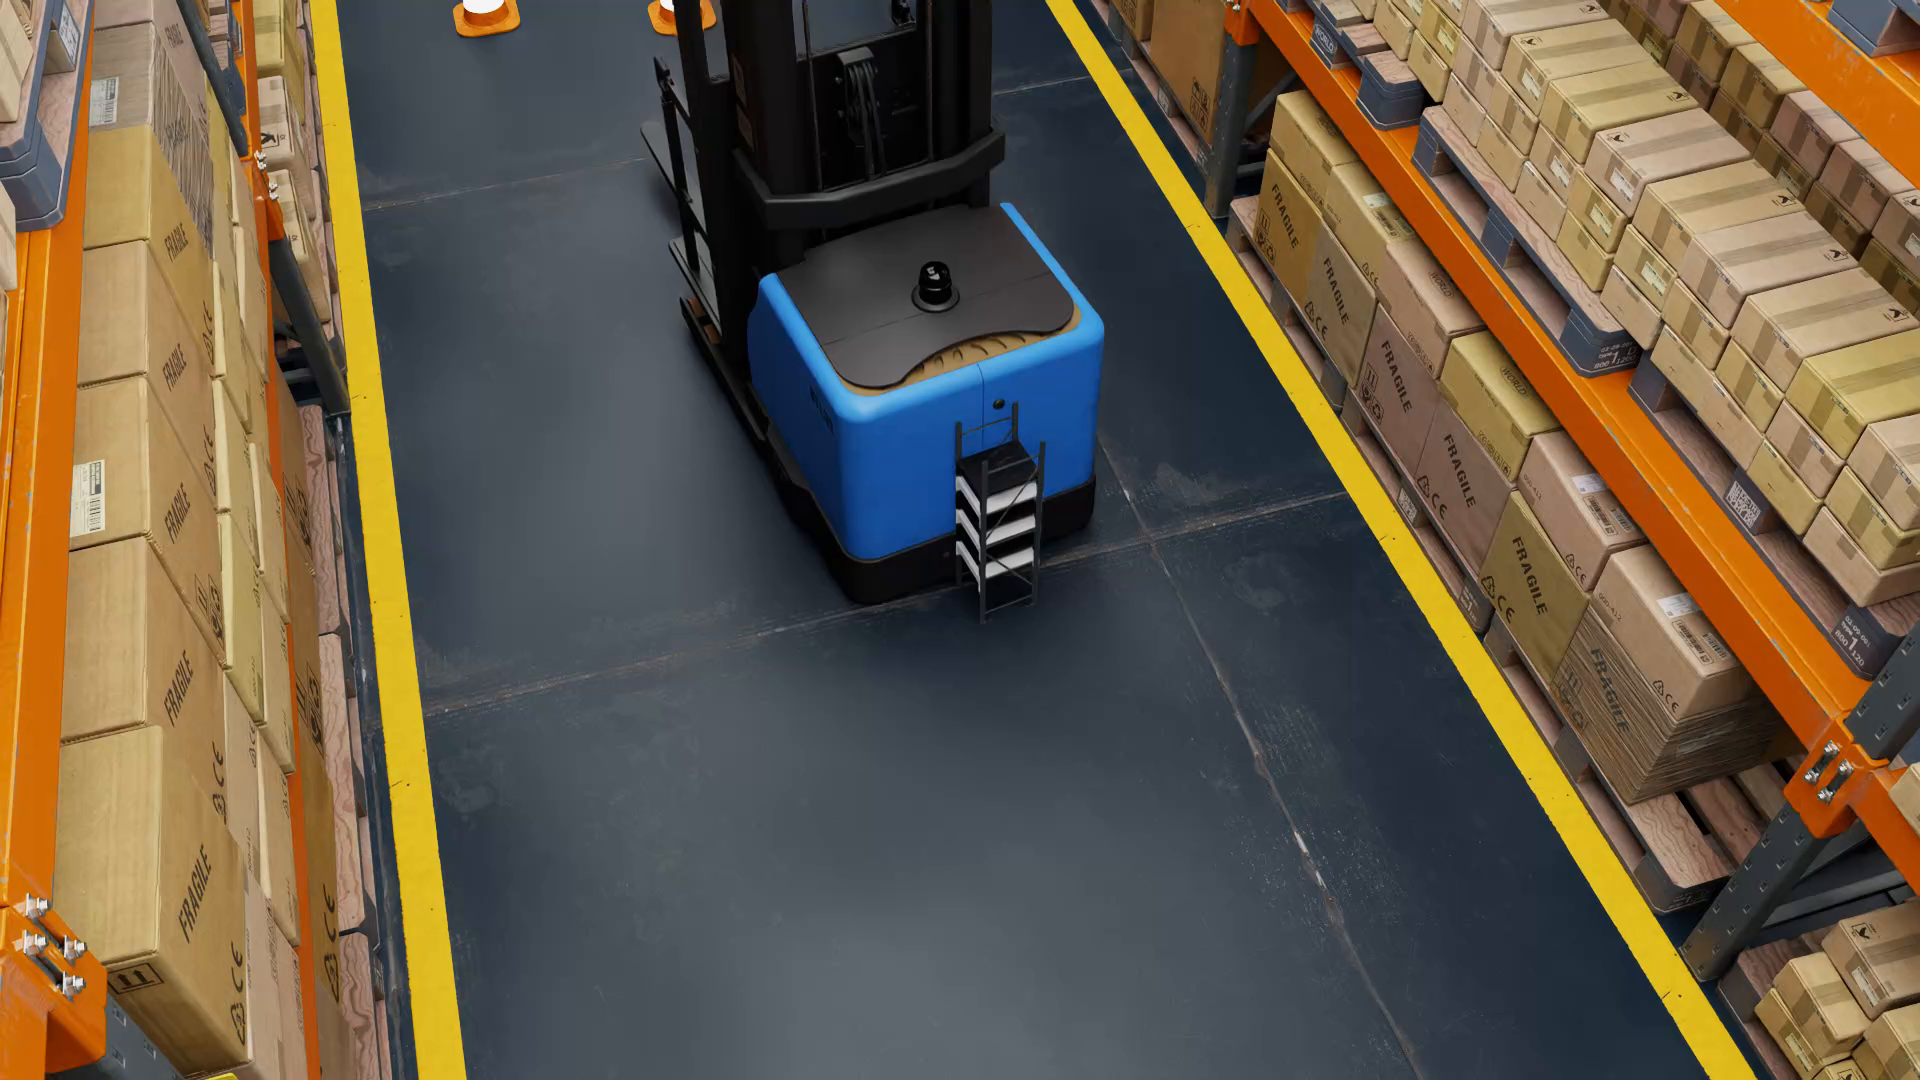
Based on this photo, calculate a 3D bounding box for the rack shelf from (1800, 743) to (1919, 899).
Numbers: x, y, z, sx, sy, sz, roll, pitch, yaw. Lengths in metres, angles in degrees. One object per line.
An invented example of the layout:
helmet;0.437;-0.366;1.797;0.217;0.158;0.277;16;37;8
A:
rack shelf;3.422;1.993;3.368;1.077;0.370;4.000;-13;51;-11

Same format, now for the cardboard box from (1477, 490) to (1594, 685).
cardboard box;2.219;0.113;5.843;0.500;0.500;0.500;-14;51;-12

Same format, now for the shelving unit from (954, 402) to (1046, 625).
shelving unit;0.138;-0.079;6.018;0.258;0.900;0.210;-20;53;-16

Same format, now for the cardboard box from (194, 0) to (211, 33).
cardboard box;-2.964;-2.072;5.790;0.500;0.500;0.500;-15;51;-12

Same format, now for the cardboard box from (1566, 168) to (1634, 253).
cardboard box;2.130;-1.058;5.164;0.380;0.149;0.250;-13;51;-11

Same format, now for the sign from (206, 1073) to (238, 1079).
sign;-1.339;1.062;3.064;0.100;0.325;0.005;-13;51;-11

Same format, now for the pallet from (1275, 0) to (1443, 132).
pallet;1.960;-2.063;6.442;1.213;0.211;1.003;-13;51;-11

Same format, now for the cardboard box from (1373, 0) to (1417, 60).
cardboard box;1.746;-1.910;6.077;0.380;0.149;0.250;-11;51;-9

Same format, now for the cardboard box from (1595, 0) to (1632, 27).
cardboard box;2.463;-1.944;5.912;0.380;0.149;0.250;-13;51;-11

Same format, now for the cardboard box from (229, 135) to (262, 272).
cardboard box;-2.654;-1.069;5.577;0.500;0.250;0.500;-15;51;-12

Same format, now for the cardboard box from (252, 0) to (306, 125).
cardboard box;-3.654;-2.223;7.896;0.950;0.372;0.625;-12;51;-10

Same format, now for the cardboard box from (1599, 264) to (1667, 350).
cardboard box;2.213;-0.756;5.105;0.380;0.149;0.250;-15;52;-13

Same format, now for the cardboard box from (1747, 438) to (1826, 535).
cardboard box;2.446;-0.189;4.626;0.380;0.149;0.250;-13;51;-11

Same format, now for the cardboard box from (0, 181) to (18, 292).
cardboard box;-1.908;-0.537;2.946;0.380;0.166;0.250;-16;52;-13

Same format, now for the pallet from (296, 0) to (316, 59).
pallet;-4.003;-2.882;8.831;1.003;0.211;1.213;-13;51;-11

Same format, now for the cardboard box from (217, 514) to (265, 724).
cardboard box;-2.034;0.247;4.141;0.500;0.250;0.500;-13;51;-11

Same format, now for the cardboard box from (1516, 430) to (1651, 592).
cardboard box;2.229;-0.136;5.562;0.500;0.250;0.500;-11;51;-9

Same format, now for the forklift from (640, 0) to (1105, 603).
forklift;-0.567;-1.852;6.184;1.130;2.935;3.031;-20;53;-16

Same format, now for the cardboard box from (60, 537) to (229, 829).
cardboard box;-1.901;0.387;3.532;0.500;0.500;0.500;-14;51;-11

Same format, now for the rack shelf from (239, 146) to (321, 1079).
rack shelf;-2.460;0.265;4.825;1.077;0.370;4.000;-13;51;-11

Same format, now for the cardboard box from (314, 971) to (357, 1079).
cardboard box;-2.128;1.608;4.337;0.875;0.875;0.875;-12;51;-10

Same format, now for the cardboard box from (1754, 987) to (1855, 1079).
cardboard box;2.631;1.423;4.968;0.380;0.149;0.250;-15;52;-13

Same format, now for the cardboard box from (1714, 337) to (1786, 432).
cardboard box;2.374;-0.470;4.669;0.380;0.149;0.250;-11;51;-9

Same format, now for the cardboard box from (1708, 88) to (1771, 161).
cardboard box;2.688;-1.383;5.439;0.380;0.149;0.250;-14;51;-12

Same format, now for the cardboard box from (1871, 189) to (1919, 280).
cardboard box;2.920;-0.910;4.846;0.380;0.149;0.250;-14;51;-11

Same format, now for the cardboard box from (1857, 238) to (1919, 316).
cardboard box;2.920;-0.808;4.954;0.380;0.149;0.250;-15;52;-13

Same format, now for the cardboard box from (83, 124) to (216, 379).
cardboard box;-2.349;-0.727;4.471;0.500;0.500;0.500;-13;51;-11

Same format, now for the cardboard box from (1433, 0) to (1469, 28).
cardboard box;1.827;-1.916;5.694;0.380;0.149;0.250;-15;52;-12

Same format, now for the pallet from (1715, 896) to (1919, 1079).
pallet;3.063;1.682;4.984;1.003;0.211;1.213;-13;51;-11

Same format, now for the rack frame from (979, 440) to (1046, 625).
rack frame;0.182;-0.009;5.959;0.240;0.900;0.006;-20;53;-16

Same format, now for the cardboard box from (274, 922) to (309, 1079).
cardboard box;-1.747;1.161;3.697;0.500;0.250;0.500;-14;51;-12

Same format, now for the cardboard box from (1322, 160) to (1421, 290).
cardboard box;1.770;-1.263;6.513;0.500;0.250;0.500;-14;51;-11

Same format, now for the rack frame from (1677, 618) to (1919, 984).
rack frame;2.830;0.301;4.324;1.000;3.000;0.127;-13;51;-11

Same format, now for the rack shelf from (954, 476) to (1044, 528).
rack shelf;0.138;-0.174;5.906;0.258;0.077;0.200;-20;53;-16

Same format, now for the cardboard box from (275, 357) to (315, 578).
cardboard box;-2.927;-0.355;5.992;0.875;0.875;0.875;-14;51;-11

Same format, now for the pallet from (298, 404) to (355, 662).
pallet;-2.890;0.064;6.348;1.003;0.211;1.213;-13;51;-11

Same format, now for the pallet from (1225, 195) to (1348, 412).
pallet;1.877;-1.151;7.372;1.003;0.211;1.213;-13;51;-11

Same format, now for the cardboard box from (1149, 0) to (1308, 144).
cardboard box;1.553;-2.496;7.879;1.050;0.750;0.750;-14;51;-11

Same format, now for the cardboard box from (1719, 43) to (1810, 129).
cardboard box;2.687;-1.477;5.324;0.380;0.149;0.250;-12;51;-10

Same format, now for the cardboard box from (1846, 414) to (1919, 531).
cardboard box;2.525;-0.195;4.242;0.380;0.149;0.250;-11;51;-9

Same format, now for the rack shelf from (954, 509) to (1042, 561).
rack shelf;0.138;-0.058;6.043;0.258;0.077;0.200;-20;53;-16

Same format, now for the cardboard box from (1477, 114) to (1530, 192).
cardboard box;1.981;-1.335;5.593;0.380;0.149;0.250;-13;51;-10

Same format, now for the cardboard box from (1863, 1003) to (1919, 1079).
cardboard box;2.759;1.405;4.594;0.380;0.149;0.250;-11;51;-9

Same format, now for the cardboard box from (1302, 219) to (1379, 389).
cardboard box;1.765;-1.010;6.789;0.500;0.500;0.500;-13;51;-11

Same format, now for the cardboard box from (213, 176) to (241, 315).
cardboard box;-2.510;-0.871;5.083;0.500;0.250;0.500;-14;51;-12

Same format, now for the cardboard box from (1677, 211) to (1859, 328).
cardboard box;2.292;-0.771;4.729;0.380;0.149;0.250;-13;51;-11

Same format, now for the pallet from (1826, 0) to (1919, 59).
pallet;2.749;-1.081;3.650;1.213;0.211;1.003;-13;51;-11

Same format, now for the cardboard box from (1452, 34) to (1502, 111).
cardboard box;1.910;-1.615;5.634;0.380;0.149;0.250;-13;51;-11

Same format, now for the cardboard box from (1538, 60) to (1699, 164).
cardboard box;2.059;-1.343;5.211;0.380;0.149;0.250;-14;51;-11

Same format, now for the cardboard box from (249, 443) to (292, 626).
cardboard box;-2.176;0.038;4.644;0.500;0.250;0.500;-14;51;-12
